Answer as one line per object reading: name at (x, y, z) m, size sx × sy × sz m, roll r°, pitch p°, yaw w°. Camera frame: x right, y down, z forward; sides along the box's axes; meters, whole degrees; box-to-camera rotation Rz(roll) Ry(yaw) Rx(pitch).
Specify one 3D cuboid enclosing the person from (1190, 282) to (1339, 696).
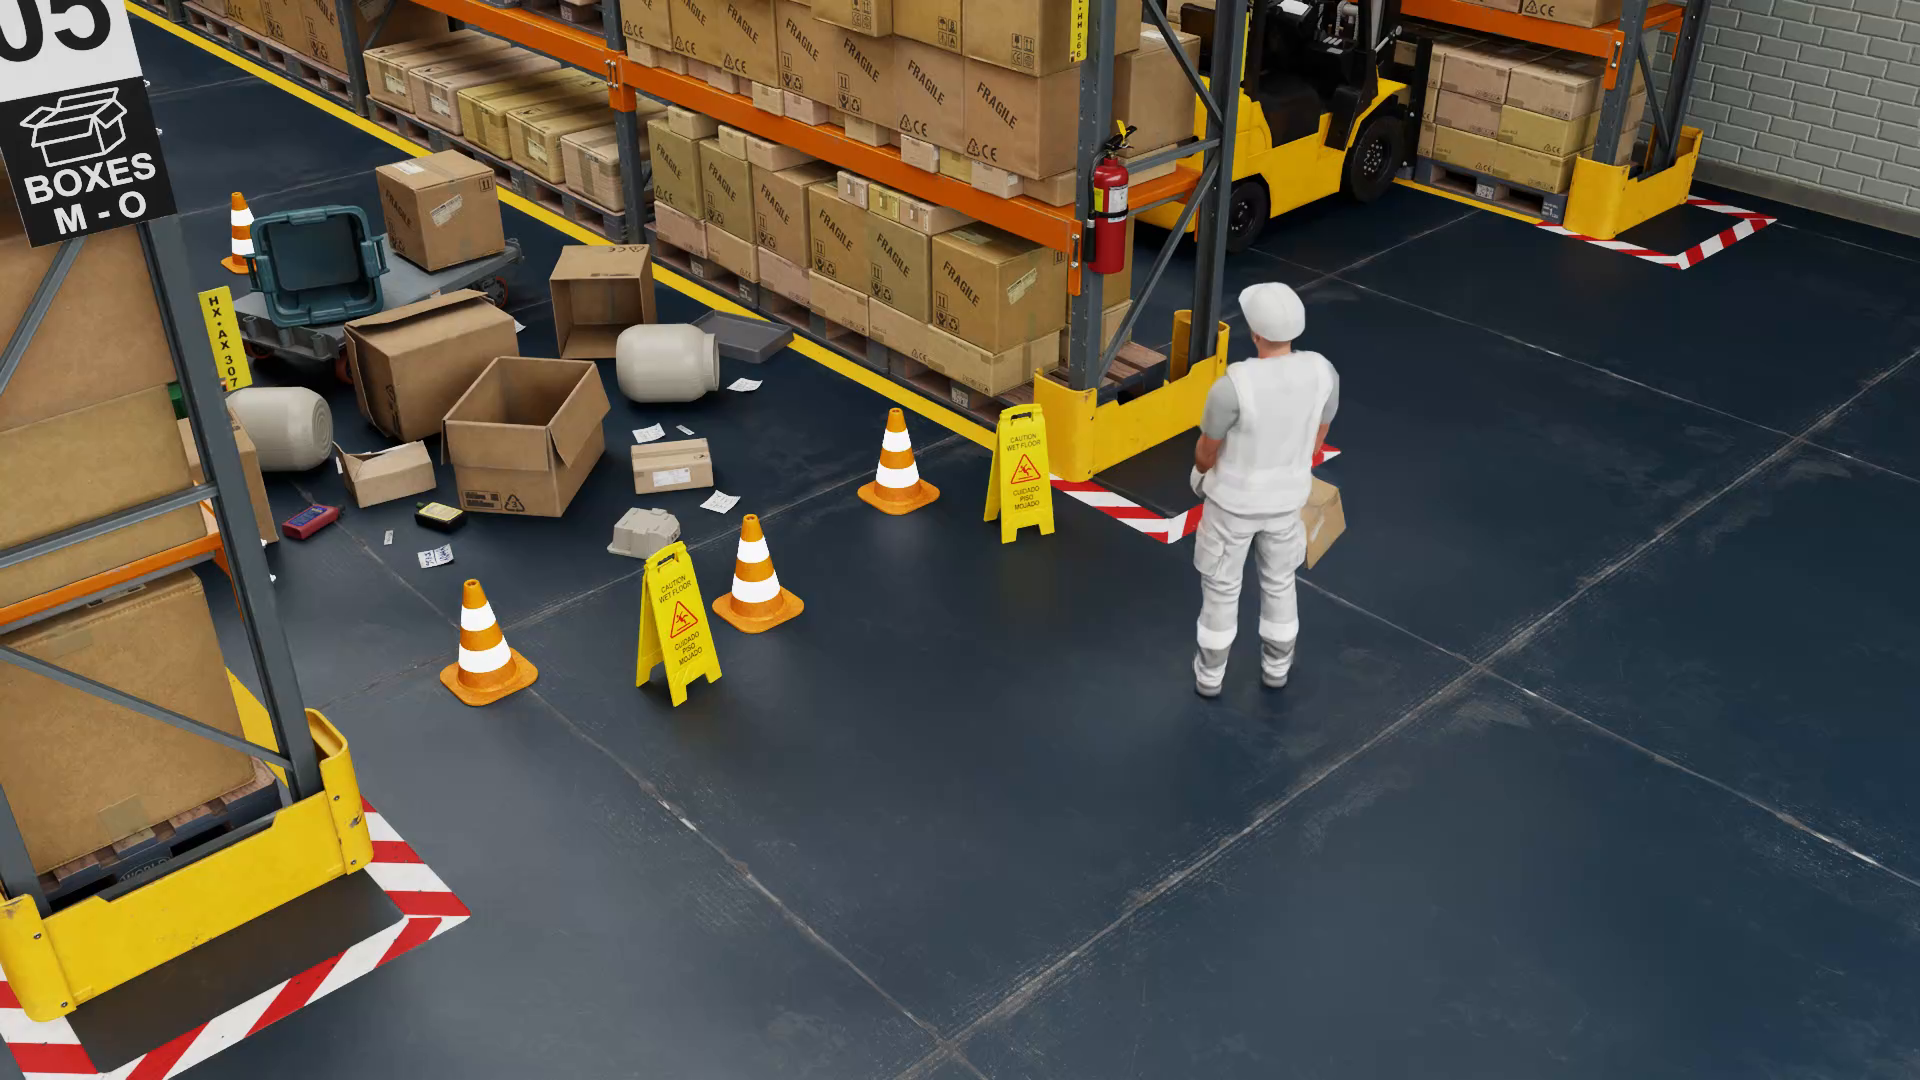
person at (1.141, -0.186, 6.385) m, size 0.577 × 1.793 × 0.454 m, roll -8°, pitch 32°, yaw -13°
